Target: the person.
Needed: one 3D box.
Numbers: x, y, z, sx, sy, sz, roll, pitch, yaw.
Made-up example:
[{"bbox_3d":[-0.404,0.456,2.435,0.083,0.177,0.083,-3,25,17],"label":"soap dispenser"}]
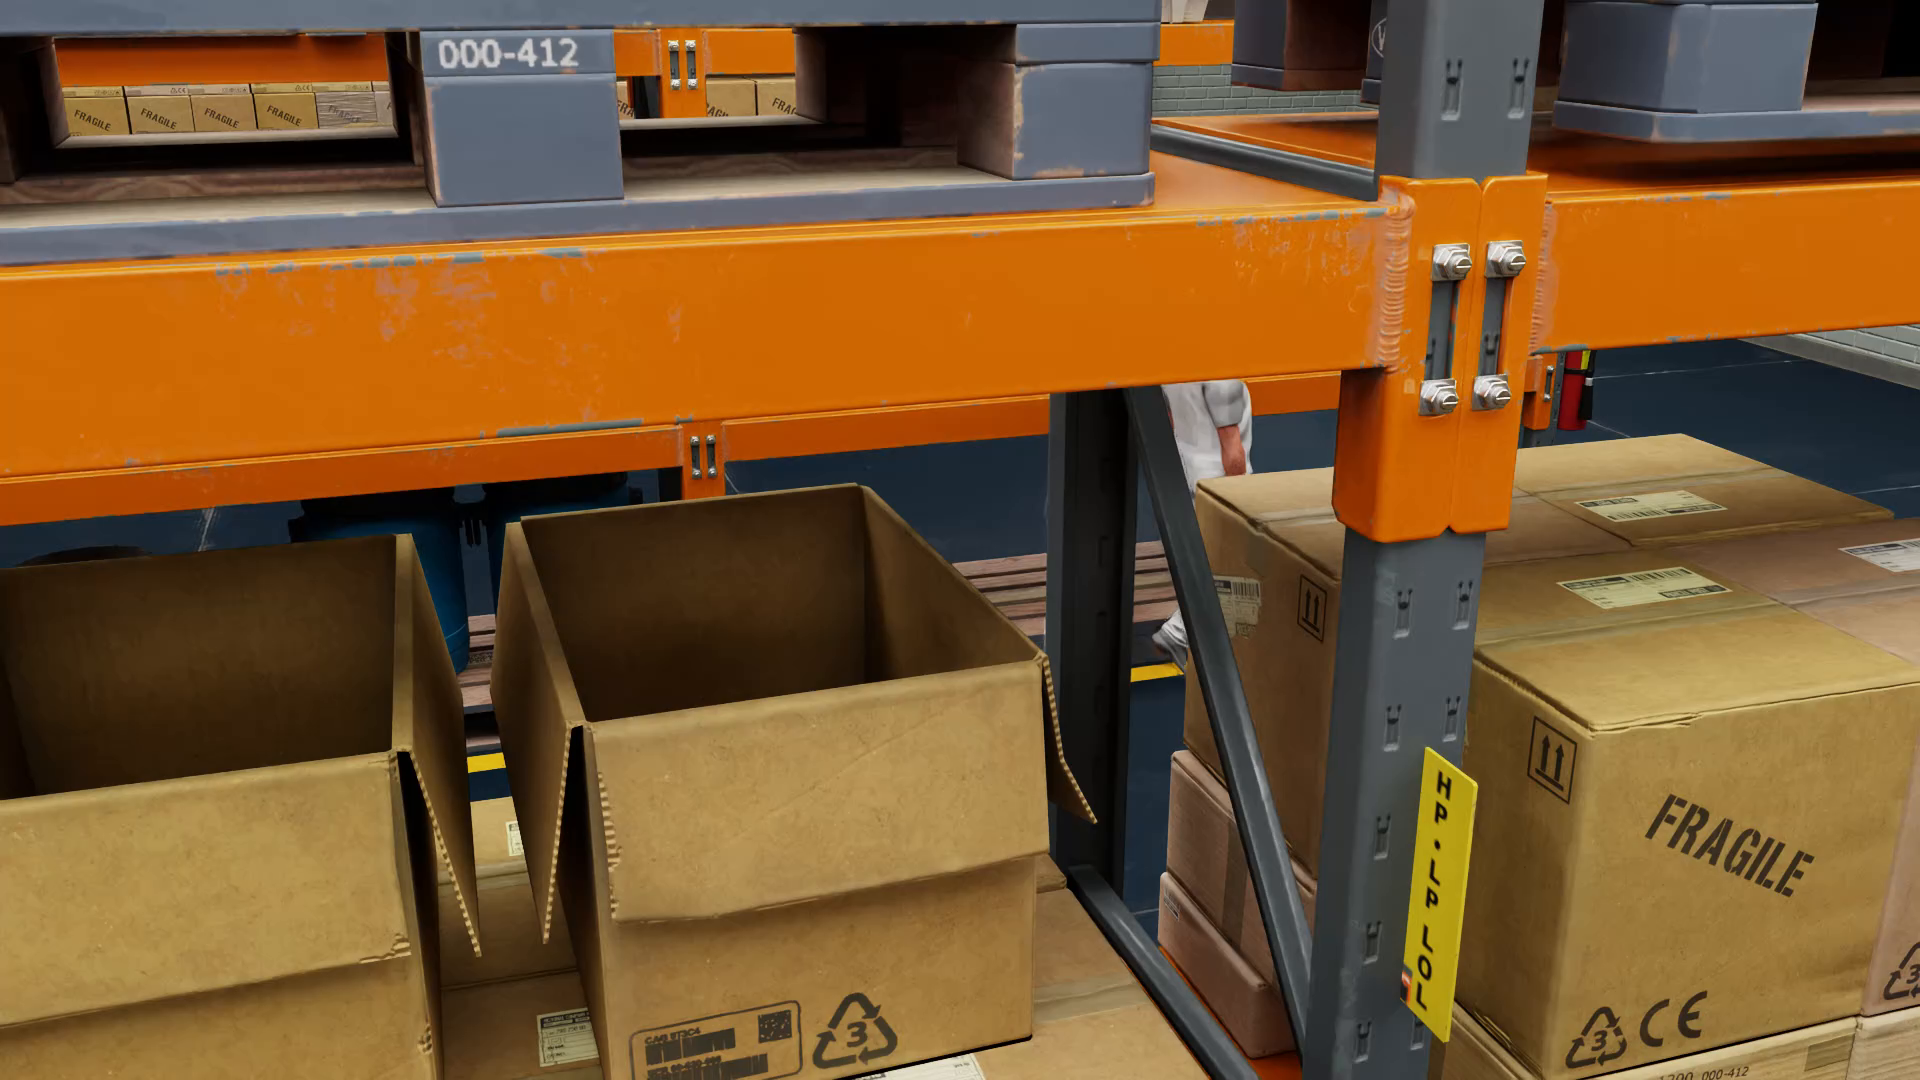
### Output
[{"bbox_3d":[1.104,-0.236,7.142,0.703,1.778,0.578,-8,21,-22],"label":"person"}]
